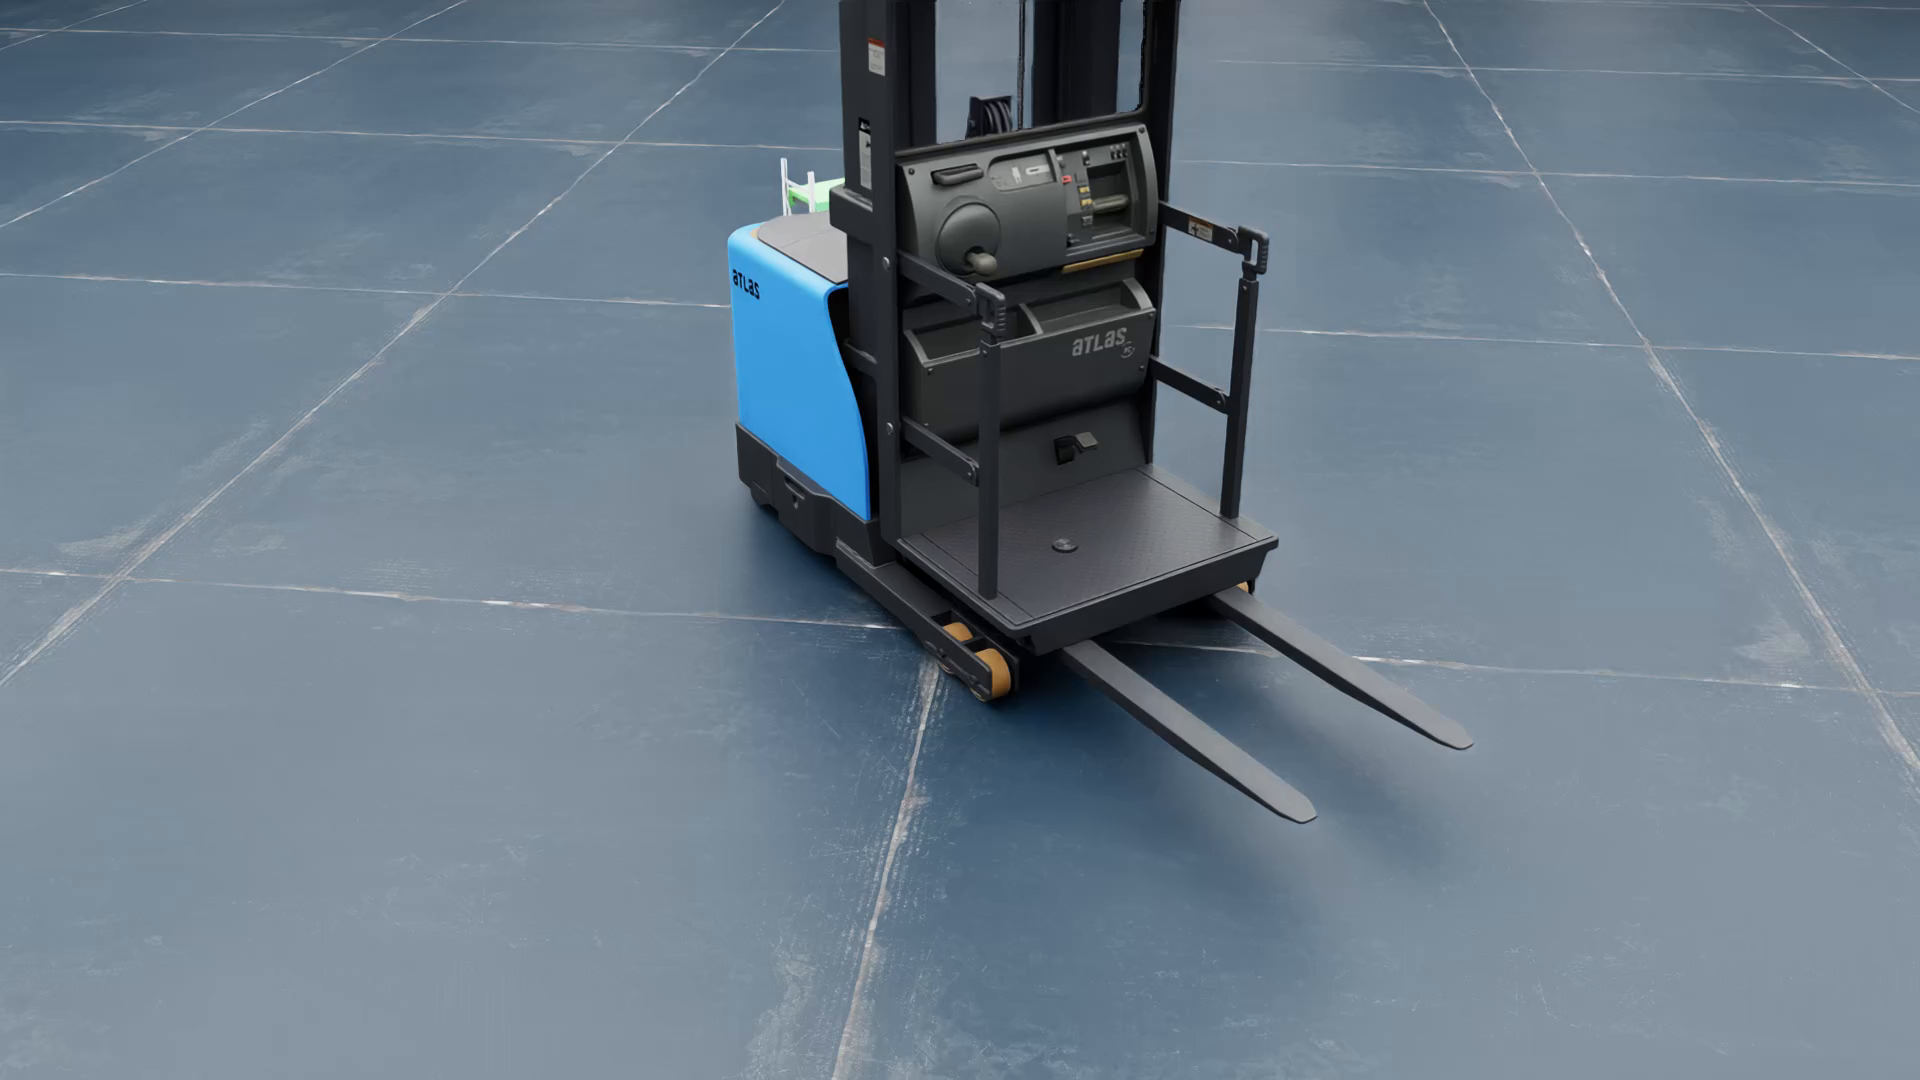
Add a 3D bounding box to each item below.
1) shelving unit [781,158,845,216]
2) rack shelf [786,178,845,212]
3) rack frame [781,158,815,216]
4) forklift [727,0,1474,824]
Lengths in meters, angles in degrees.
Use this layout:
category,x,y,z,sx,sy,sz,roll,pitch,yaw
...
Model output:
category,x,y,z,sx,sy,sz,roll,pitch,yaw
shelving unit,-0.421,-0.974,6.792,0.503,1.200,0.258,-17,33,-29
rack shelf,-0.422,-1.340,6.595,0.480,0.148,0.258,-17,33,-29
rack frame,-0.626,-0.910,6.674,0.015,1.200,0.240,-17,33,-29
forklift,0.354,-1.033,5.078,1.130,2.935,3.031,-17,33,-29
